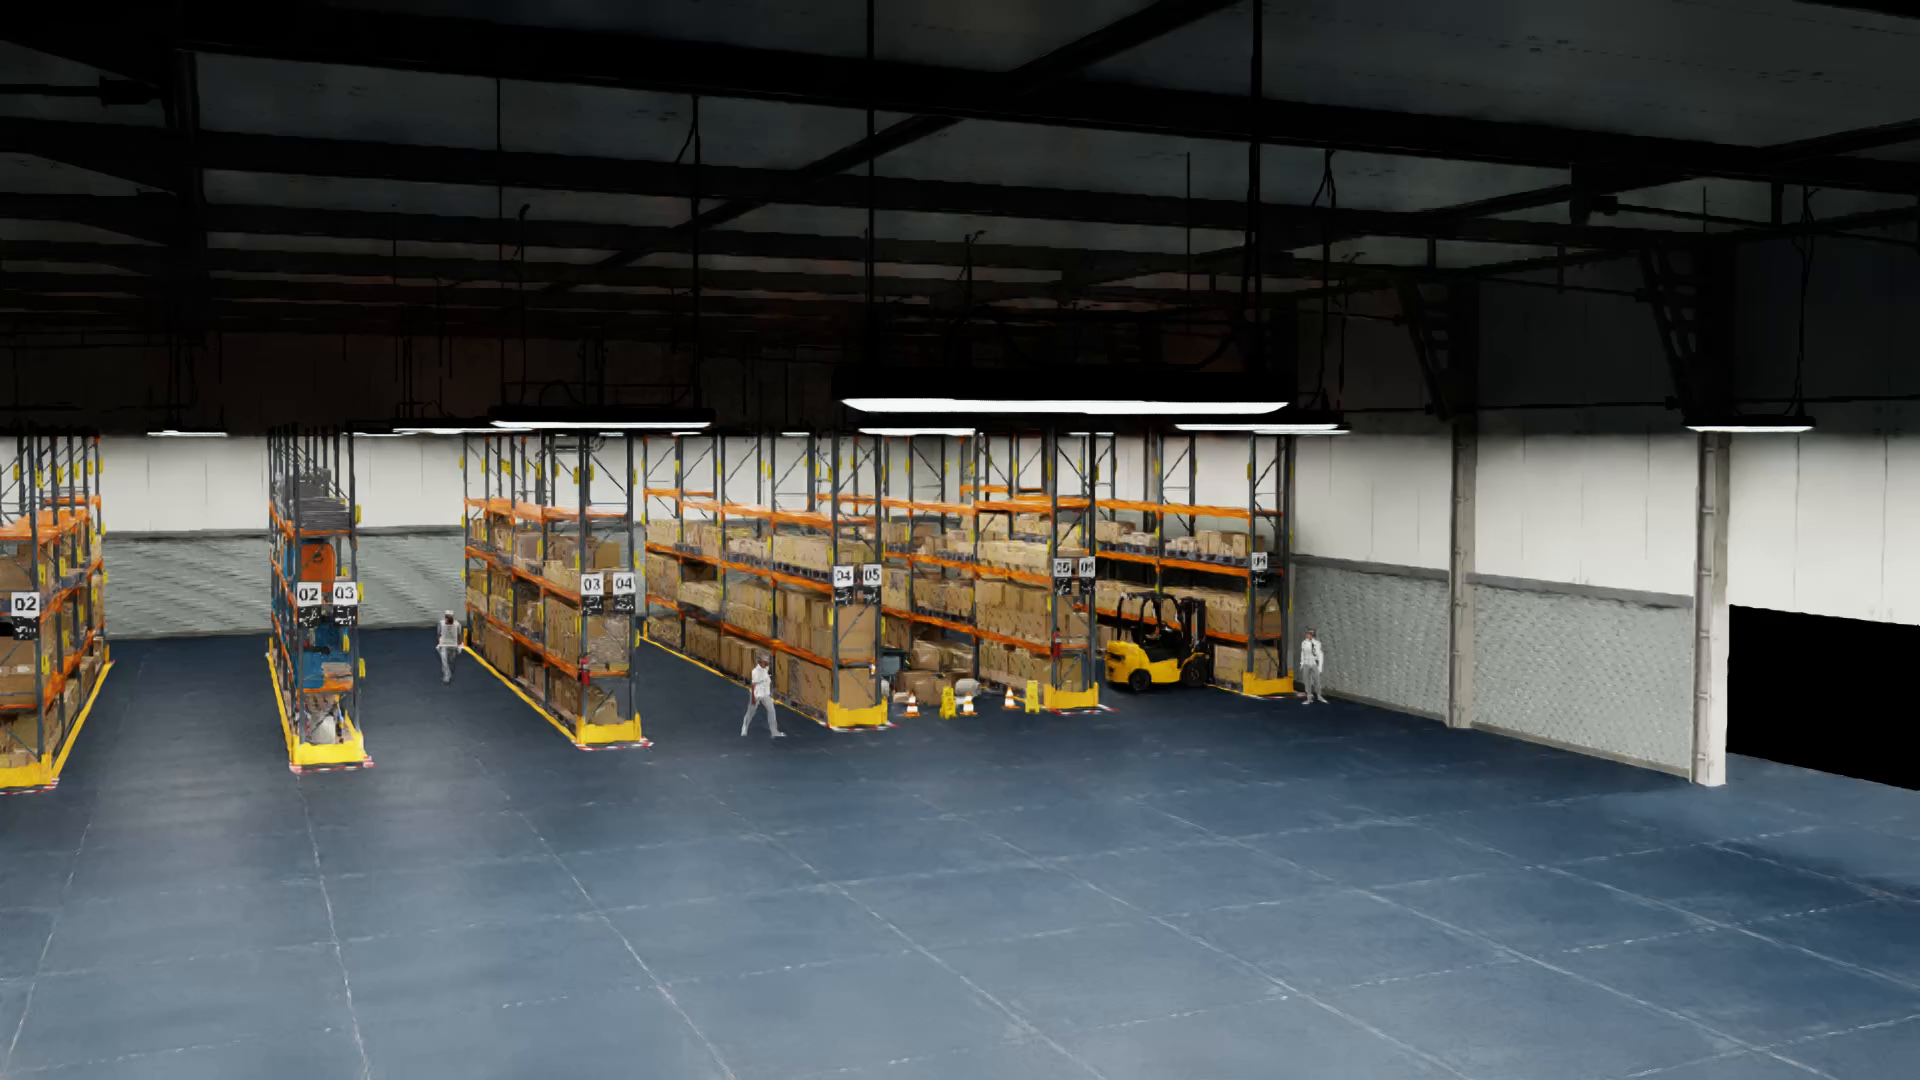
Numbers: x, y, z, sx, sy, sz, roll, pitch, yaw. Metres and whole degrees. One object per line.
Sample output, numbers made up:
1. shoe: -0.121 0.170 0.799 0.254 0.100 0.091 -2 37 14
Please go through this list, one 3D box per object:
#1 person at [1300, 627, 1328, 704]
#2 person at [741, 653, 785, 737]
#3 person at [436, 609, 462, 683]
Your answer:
1. person: 7.643 2.702 35.979 0.572 1.668 0.531 3 4 38
2. person: -3.824 2.964 31.903 0.938 1.624 0.494 3 5 43
3. person: -11.980 2.471 39.047 0.563 1.707 1.127 -2 4 -26
